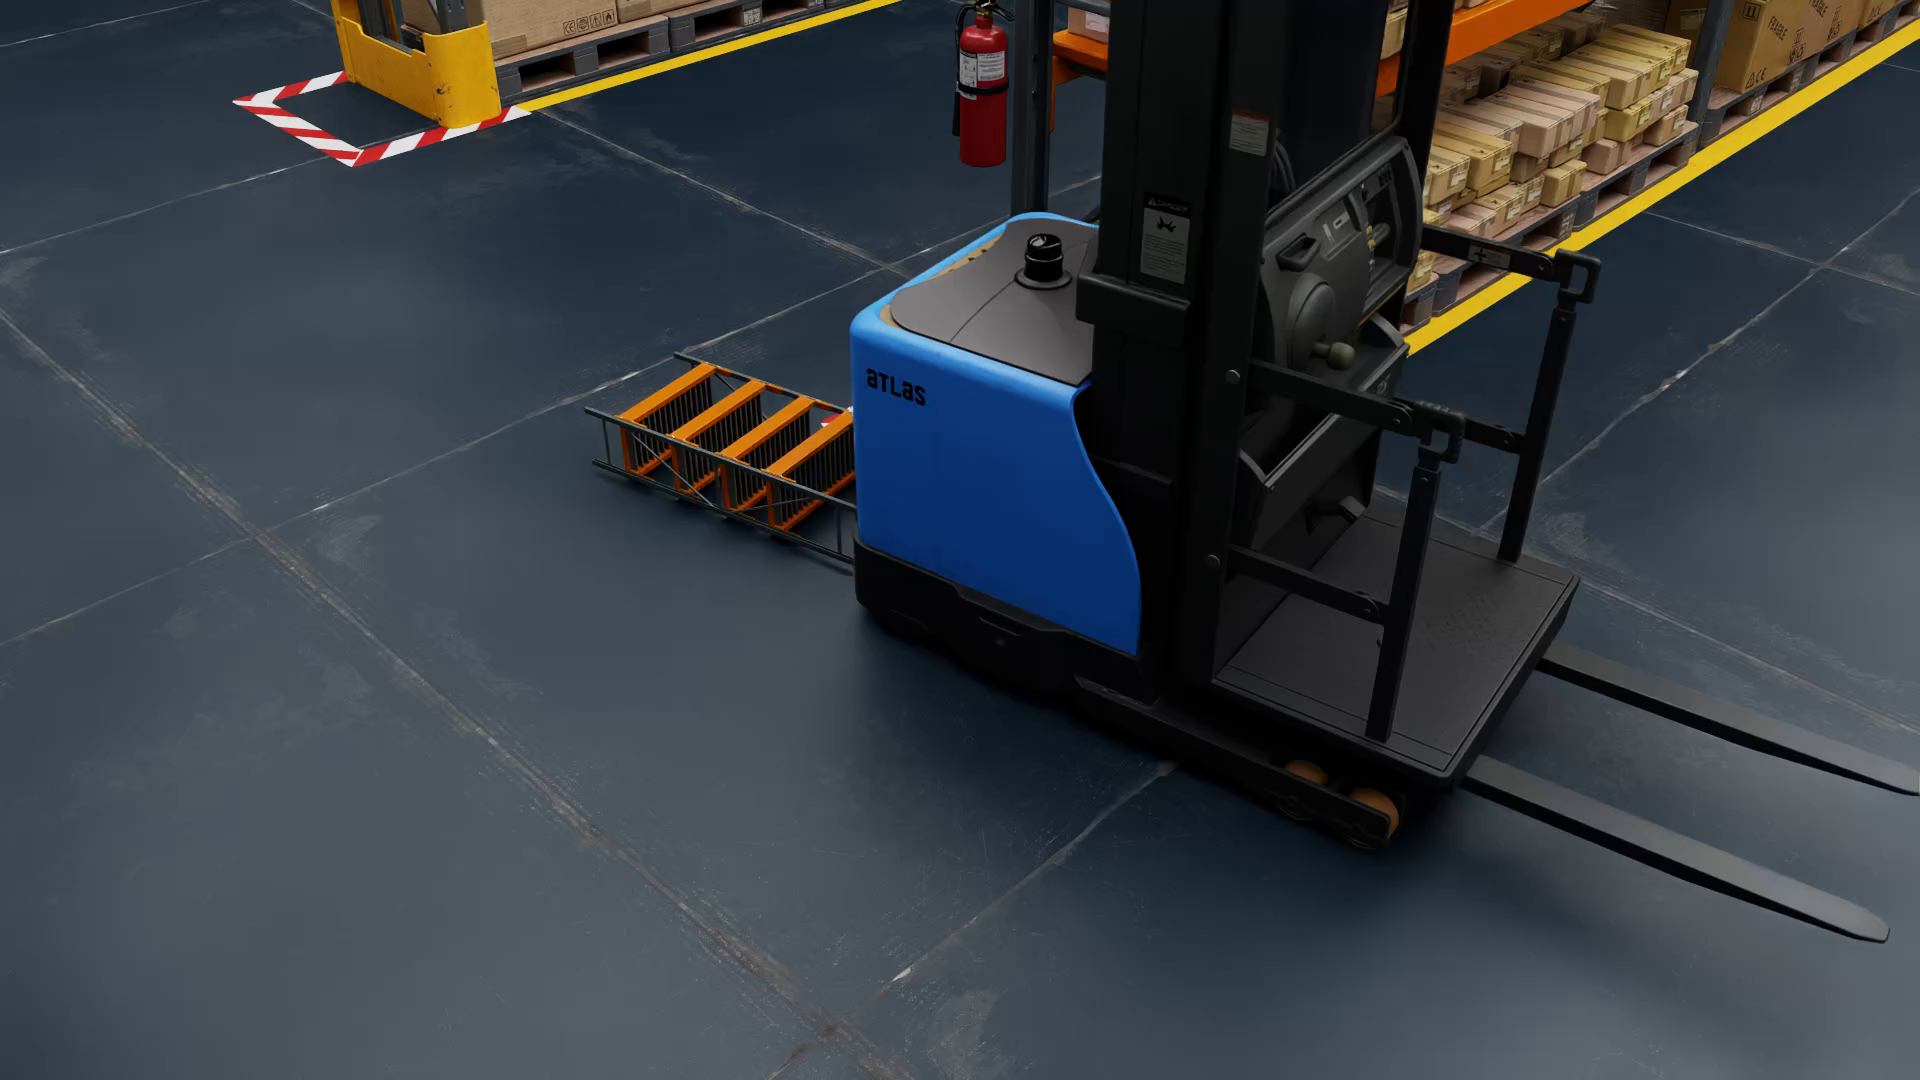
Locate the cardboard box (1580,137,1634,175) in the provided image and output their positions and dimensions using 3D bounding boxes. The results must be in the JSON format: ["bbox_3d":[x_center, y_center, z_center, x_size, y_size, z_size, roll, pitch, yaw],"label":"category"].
[{"bbox_3d":[2.990,-1.903,7.981,0.380,0.149,0.250,28,44,34],"label":"cardboard box"}]

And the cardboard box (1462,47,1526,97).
[{"bbox_3d":[2.471,-2.266,7.983,0.380,0.149,0.250,28,44,34],"label":"cardboard box"}]

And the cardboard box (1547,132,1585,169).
[{"bbox_3d":[2.641,-1.866,7.668,0.250,0.149,0.380,-29,44,-35],"label":"cardboard box"}]

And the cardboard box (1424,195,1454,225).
[{"bbox_3d":[1.860,-1.442,7.060,0.380,0.149,0.250,27,43,33],"label":"cardboard box"}]

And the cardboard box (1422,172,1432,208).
[{"bbox_3d":[1.693,-1.445,6.805,0.380,0.149,0.250,27,43,33],"label":"cardboard box"}]

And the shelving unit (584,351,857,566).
[{"bbox_3d":[-0.707,-0.311,5.939,1.200,0.258,0.503,20,40,26],"label":"shelving unit"}]

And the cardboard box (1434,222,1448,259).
[{"bbox_3d":[1.852,-1.309,7.129,0.380,0.149,0.250,30,45,35],"label":"cardboard box"}]

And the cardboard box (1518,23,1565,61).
[{"bbox_3d":[2.782,-2.504,8.323,0.250,0.149,0.380,-28,43,-34],"label":"cardboard box"}]

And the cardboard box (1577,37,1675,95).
[{"bbox_3d":[3.190,-2.279,8.001,0.250,0.149,0.380,-29,44,-35],"label":"cardboard box"}]

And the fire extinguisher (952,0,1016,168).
[{"bbox_3d":[0.084,-1.677,5.926,0.296,0.674,0.183,30,45,35],"label":"fire extinguisher"}]

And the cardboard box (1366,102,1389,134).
[{"bbox_3d":[1.734,-1.850,7.386,0.380,0.149,0.250,28,44,34],"label":"cardboard box"}]

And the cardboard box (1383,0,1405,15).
[{"bbox_3d":[1.461,-2.239,5.991,0.500,0.500,0.500,30,45,35],"label":"cardboard box"}]

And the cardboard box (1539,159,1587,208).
[{"bbox_3d":[2.644,-1.688,7.673,0.380,0.149,0.250,29,44,35],"label":"cardboard box"}]

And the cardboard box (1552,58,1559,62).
[{"bbox_3d":[2.810,-2.369,8.390,0.250,0.149,0.380,-30,45,-35],"label":"cardboard box"}]

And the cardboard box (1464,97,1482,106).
[{"bbox_3d":[2.262,-2.045,7.925,0.250,0.149,0.380,-28,43,-34],"label":"cardboard box"}]

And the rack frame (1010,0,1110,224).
[{"bbox_3d":[0.589,-1.778,5.677,1.000,3.000,0.127,30,45,35],"label":"rack frame"}]

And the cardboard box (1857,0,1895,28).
[{"bbox_3d":[5.218,-3.369,9.777,0.500,0.500,0.500,27,43,33],"label":"cardboard box"}]

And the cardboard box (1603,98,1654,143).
[{"bbox_3d":[3.053,-2.040,7.917,0.380,0.149,0.250,28,44,34],"label":"cardboard box"}]

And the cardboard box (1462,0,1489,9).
[{"bbox_3d":[1.915,-2.231,6.546,0.380,0.149,0.250,29,44,34],"label":"cardboard box"}]

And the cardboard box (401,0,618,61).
[{"bbox_3d":[-2.601,-3.161,9.533,0.875,0.438,0.875,28,44,34],"label":"cardboard box"}]

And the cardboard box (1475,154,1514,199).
[{"bbox_3d":[2.220,-1.674,7.393,0.250,0.149,0.380,-28,43,-34],"label":"cardboard box"}]

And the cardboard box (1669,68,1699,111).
[{"bbox_3d":[3.411,-2.270,8.248,0.250,0.149,0.380,-29,44,-35],"label":"cardboard box"}]

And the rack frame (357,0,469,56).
[{"bbox_3d":[-2.995,-3.732,8.478,1.000,3.000,0.127,30,45,35],"label":"rack frame"}]

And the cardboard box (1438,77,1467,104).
[{"bbox_3d":[2.100,-2.052,7.675,0.380,0.149,0.250,28,43,34],"label":"cardboard box"}]

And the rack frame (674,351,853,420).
[{"bbox_3d":[-0.576,-0.429,6.107,1.200,0.240,0.015,20,40,26],"label":"rack frame"}]

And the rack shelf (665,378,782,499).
[{"bbox_3d":[-0.839,-0.359,6.008,0.148,0.258,0.480,20,40,26],"label":"rack shelf"}]

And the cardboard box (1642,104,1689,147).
[{"bbox_3d":[3.373,-2.108,8.275,0.250,0.149,0.380,-29,44,-35],"label":"cardboard box"}]

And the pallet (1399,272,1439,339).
[{"bbox_3d":[1.240,-0.980,6.971,1.003,0.211,1.213,30,45,35],"label":"pallet"}]

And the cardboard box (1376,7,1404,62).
[{"bbox_3d":[1.427,-1.882,6.045,0.380,0.149,0.250,28,44,34],"label":"cardboard box"}]

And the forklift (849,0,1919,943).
[{"bbox_3d":[1.163,-0.707,4.202,3.031,2.935,1.130,22,40,28],"label":"forklift"}]

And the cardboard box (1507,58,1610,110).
[{"bbox_3d":[2.781,-2.101,7.746,0.250,0.149,0.380,-28,44,-34],"label":"cardboard box"}]

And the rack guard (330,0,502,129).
[{"bbox_3d":[-3.012,-2.697,9.180,1.175,0.500,0.348,30,45,35],"label":"rack guard"}]

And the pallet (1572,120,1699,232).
[{"bbox_3d":[2.959,-1.971,8.391,1.003,0.211,1.213,30,45,35],"label":"pallet"}]

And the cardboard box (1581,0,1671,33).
[{"bbox_3d":[3.750,-2.950,9.176,0.500,0.500,0.500,29,44,35],"label":"cardboard box"}]

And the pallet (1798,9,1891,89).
[{"bbox_3d":[4.815,-3.072,9.970,1.003,0.211,1.213,30,45,35],"label":"pallet"}]

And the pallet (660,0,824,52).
[{"bbox_3d":[-1.627,-3.437,10.493,1.003,0.211,1.213,30,45,35],"label":"pallet"}]

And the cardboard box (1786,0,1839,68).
[{"bbox_3d":[4.488,-2.957,9.186,0.500,0.500,0.500,-28,43,-34],"label":"cardboard box"}]

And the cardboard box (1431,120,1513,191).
[{"bbox_3d":[2.113,-1.642,7.088,0.250,0.149,0.380,-29,44,-35],"label":"cardboard box"}]

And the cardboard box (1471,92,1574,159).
[{"bbox_3d":[2.475,-1.840,7.371,0.380,0.149,0.250,28,44,34],"label":"cardboard box"}]

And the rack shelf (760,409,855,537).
[{"bbox_3d":[-0.484,-0.229,5.821,0.148,0.258,0.480,20,40,26],"label":"rack shelf"}]

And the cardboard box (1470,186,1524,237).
[{"bbox_3d":[2.266,-1.498,7.400,0.380,0.149,0.250,30,45,35],"label":"cardboard box"}]
